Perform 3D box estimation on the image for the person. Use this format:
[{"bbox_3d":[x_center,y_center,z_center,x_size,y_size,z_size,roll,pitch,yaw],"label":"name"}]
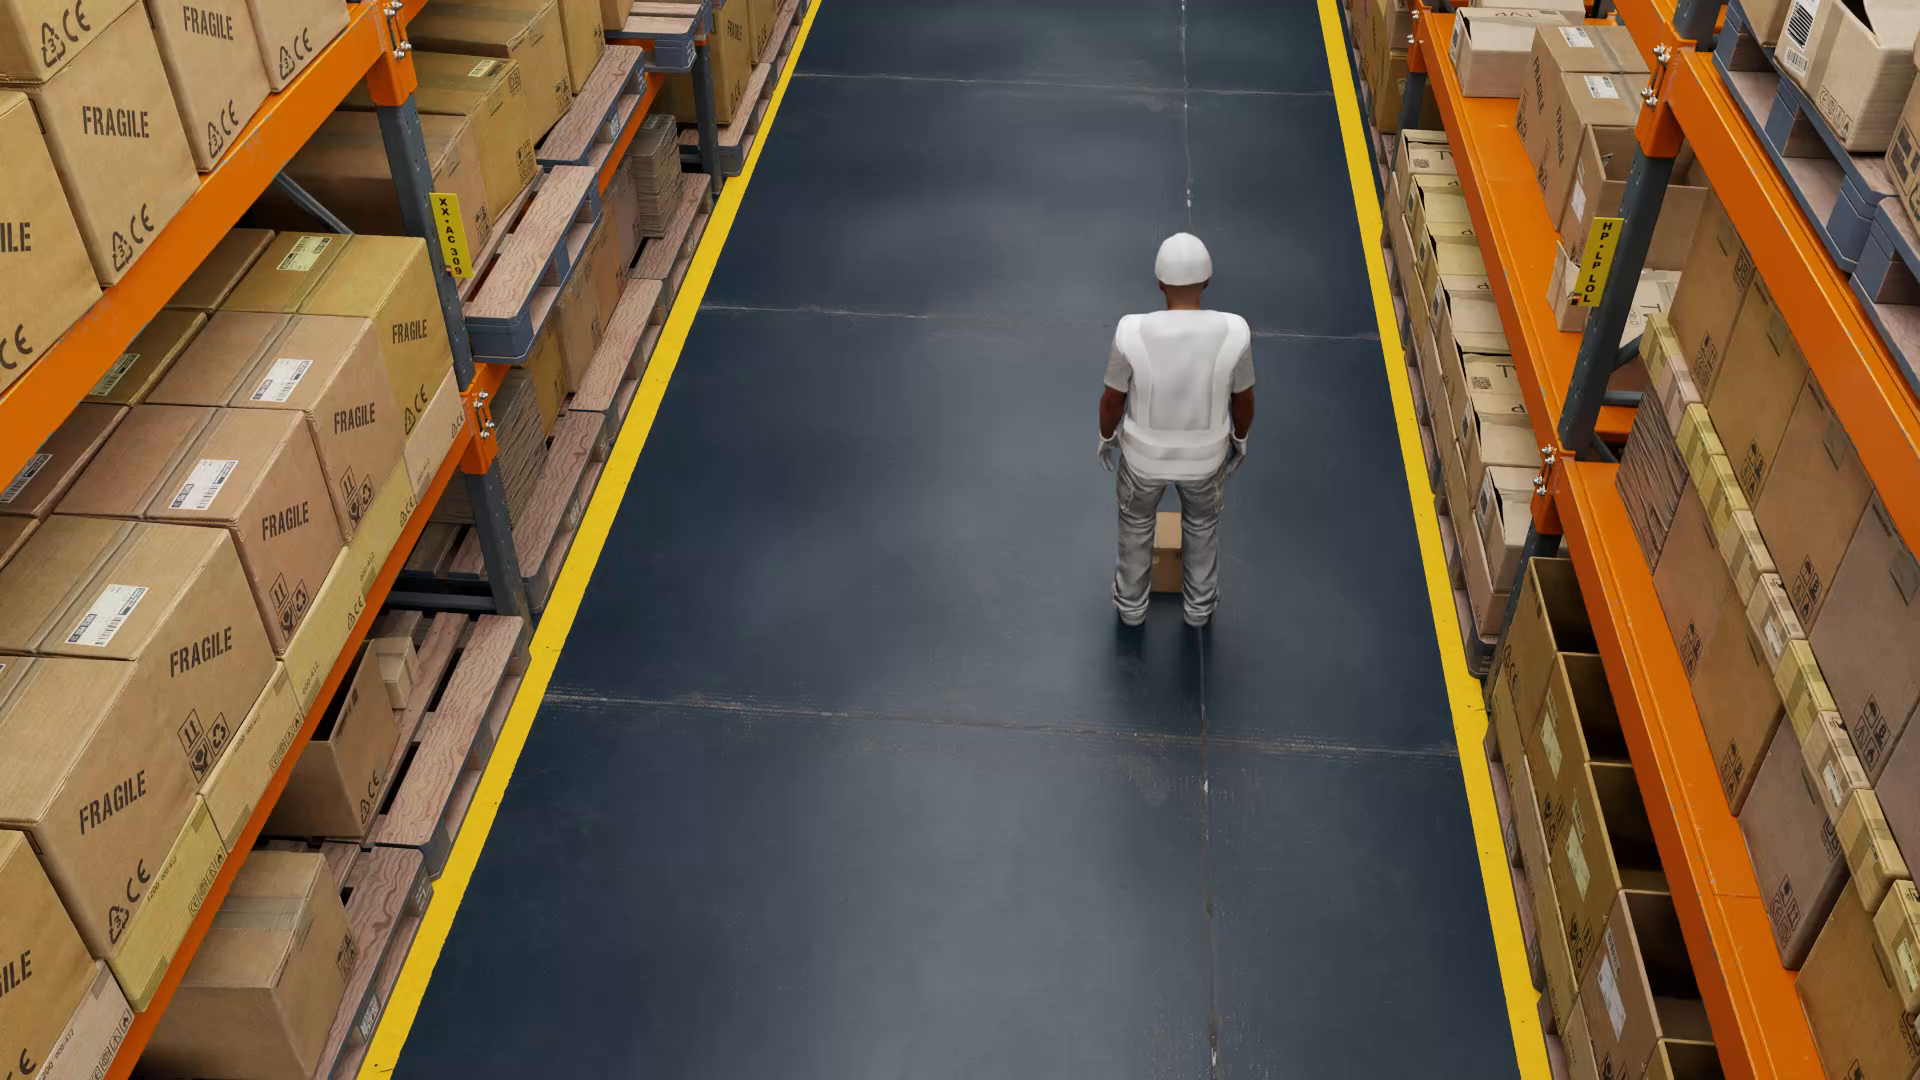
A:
[{"bbox_3d":[0.845,-0.385,6.611,0.604,1.774,0.446,2,40,2],"label":"person"}]
